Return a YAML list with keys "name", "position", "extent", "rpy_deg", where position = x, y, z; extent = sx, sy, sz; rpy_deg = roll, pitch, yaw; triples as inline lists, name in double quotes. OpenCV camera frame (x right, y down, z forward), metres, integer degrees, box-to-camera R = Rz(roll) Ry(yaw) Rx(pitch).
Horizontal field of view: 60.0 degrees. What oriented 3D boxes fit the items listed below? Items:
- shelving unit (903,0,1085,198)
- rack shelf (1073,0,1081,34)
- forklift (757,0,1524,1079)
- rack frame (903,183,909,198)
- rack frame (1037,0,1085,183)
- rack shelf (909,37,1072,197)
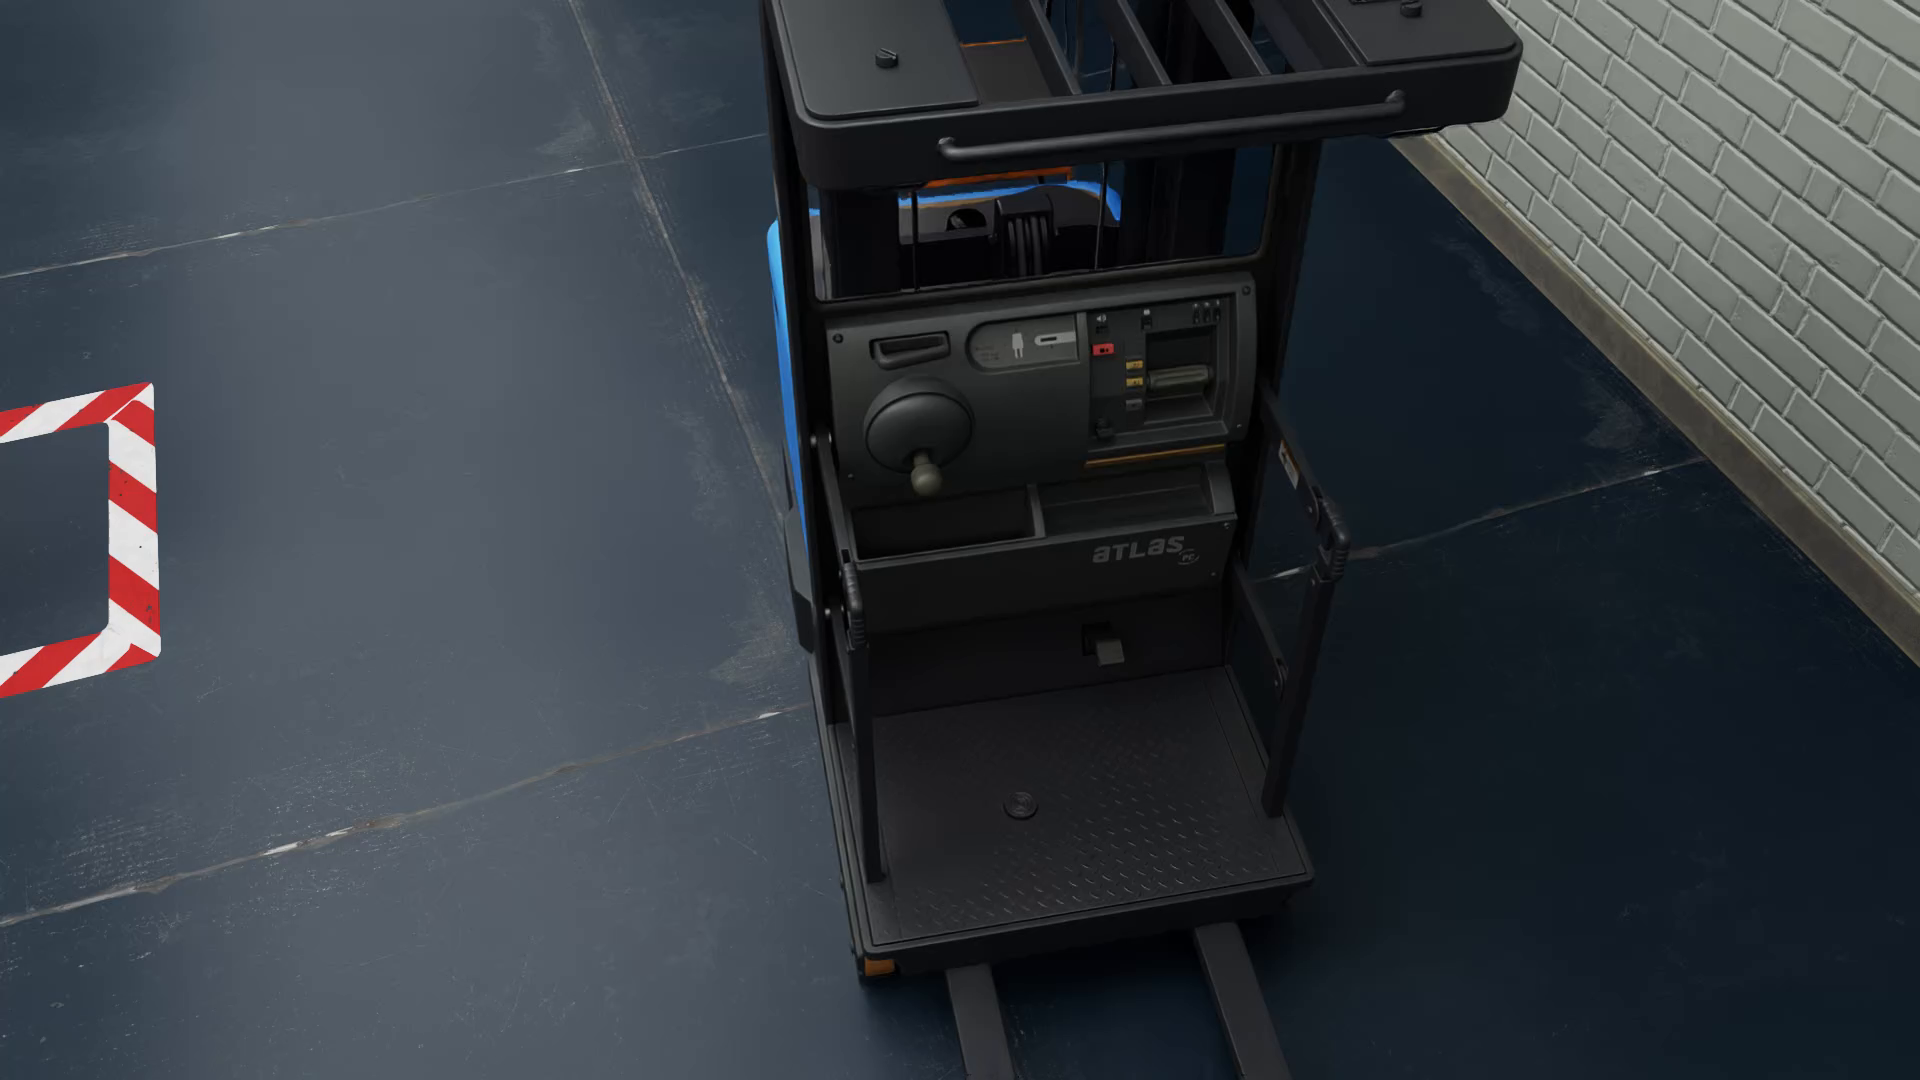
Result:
- name: "shelving unit"
  position: [0.052, -1.191, 4.954]
  extent: [0.503, 2.100, 0.431]
  rpy_deg: [-8, 46, -8]
- name: "rack shelf"
  position: [0.052, -1.675, 4.468]
  extent: [0.480, 0.518, 0.431]
  rpy_deg: [-8, 46, -8]
- name: "forklift"
  position: [0.227, -0.238, 3.418]
  extent: [1.130, 2.935, 3.031]
  rpy_deg: [-8, 46, -8]
- name: "rack frame"
  position: [-0.188, -1.158, 4.922]
  extent: [0.015, 2.100, 0.400]
  rpy_deg: [-8, 46, -8]
- name: "rack frame"
  position: [0.291, -1.223, 4.987]
  extent: [0.015, 2.100, 0.400]
  rpy_deg: [-8, 46, -8]
- name: "rack shelf"
  position: [0.052, -1.181, 4.964]
  extent: [0.480, 0.518, 0.431]
  rpy_deg: [-8, 46, -8]
